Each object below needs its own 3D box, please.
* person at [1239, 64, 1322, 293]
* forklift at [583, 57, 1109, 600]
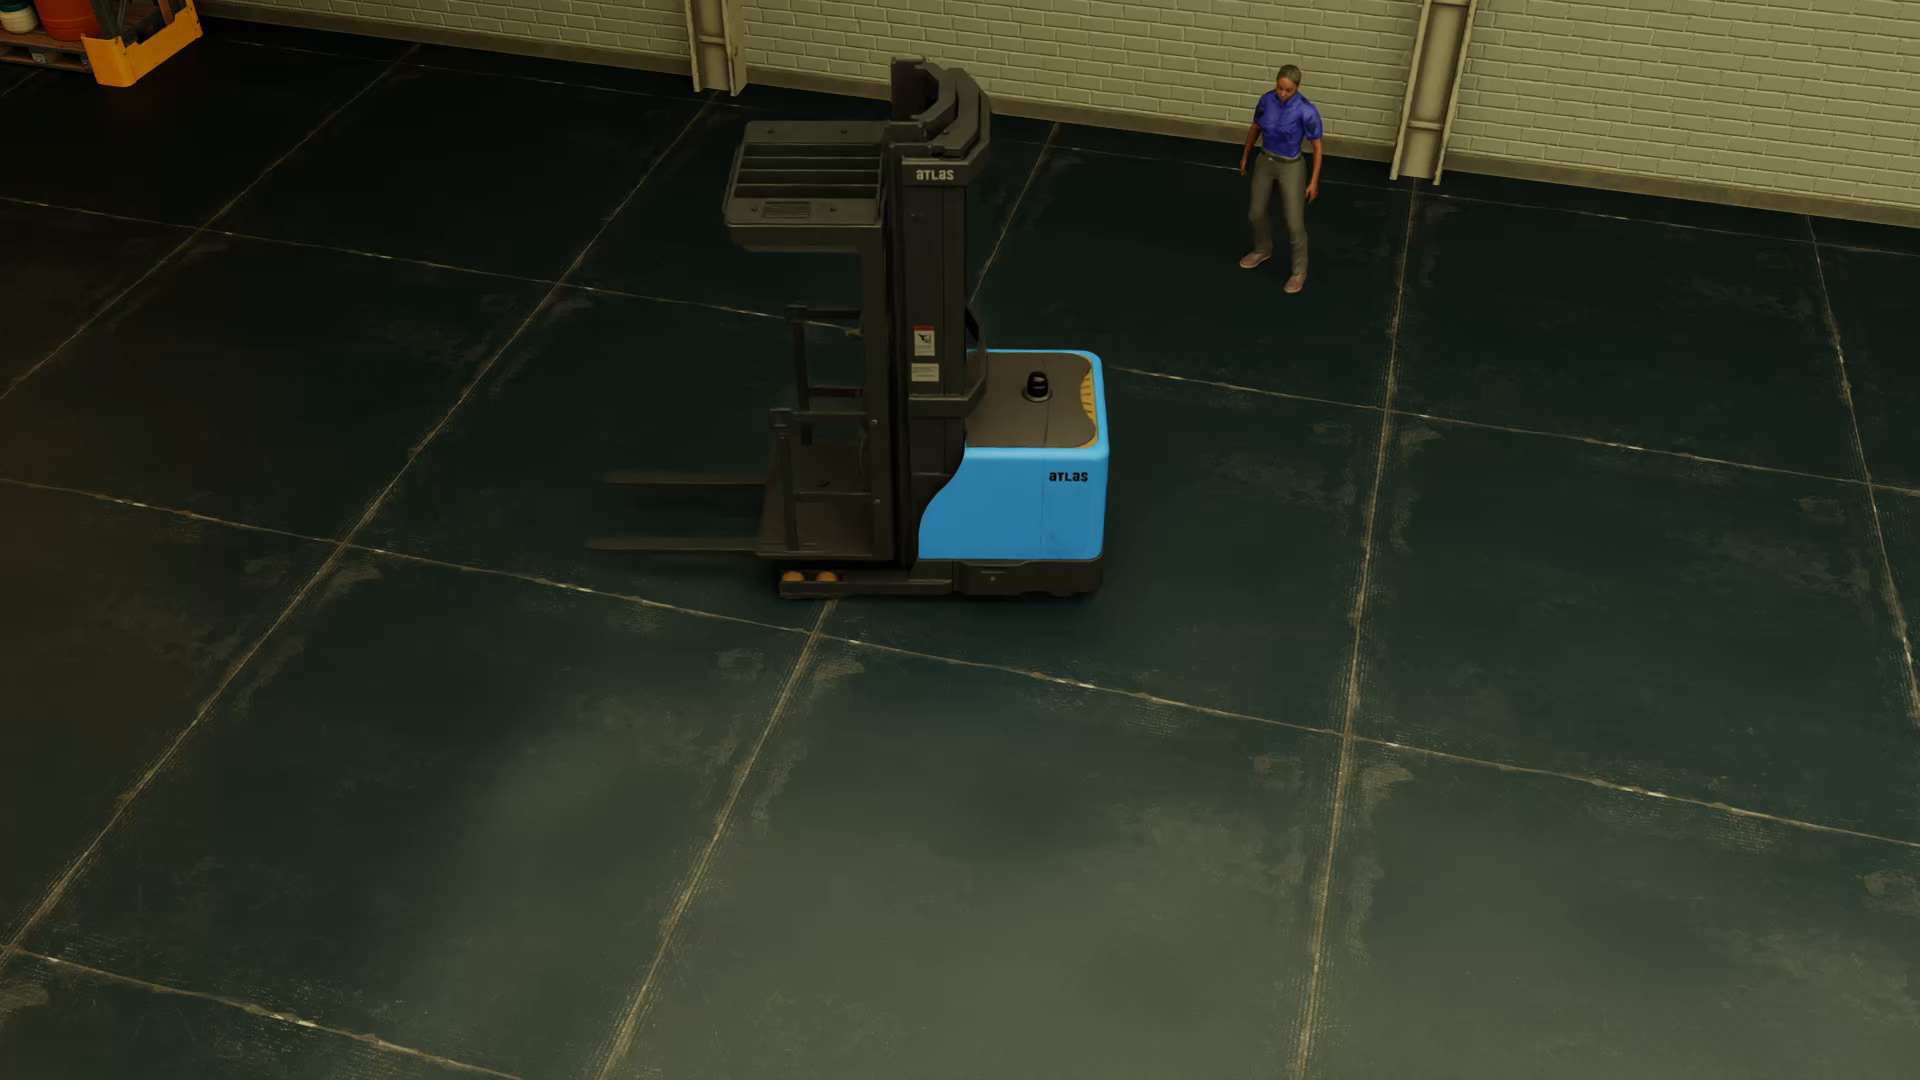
[{"bbox_3d":[2.281,-2.623,11.841,0.687,1.635,0.385,27,48,28],"label":"person"},{"bbox_3d":[-0.683,-1.103,9.120,3.031,2.935,1.130,0,41,0],"label":"forklift"}]
